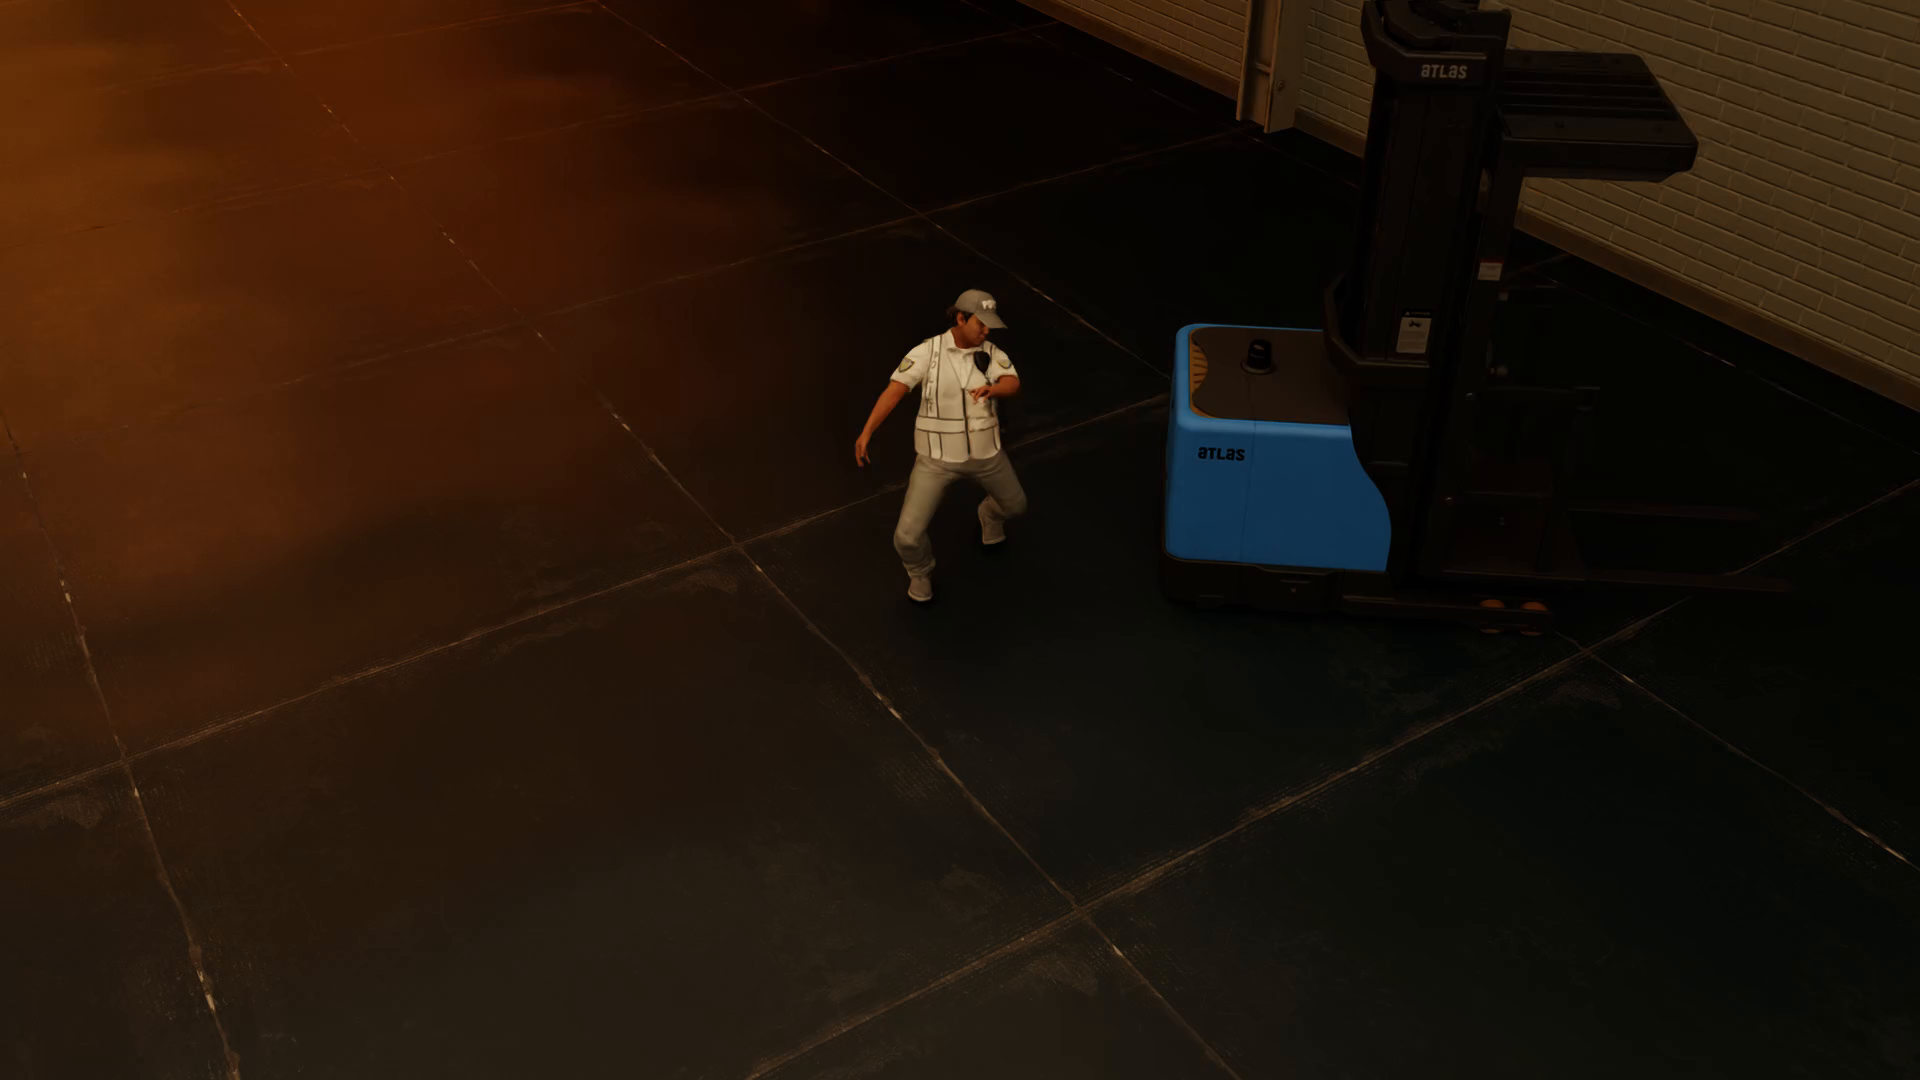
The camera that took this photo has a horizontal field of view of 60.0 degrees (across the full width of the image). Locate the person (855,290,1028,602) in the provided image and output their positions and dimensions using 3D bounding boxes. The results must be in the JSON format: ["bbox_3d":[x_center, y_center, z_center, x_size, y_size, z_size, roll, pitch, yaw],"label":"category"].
[{"bbox_3d":[-0.080,-0.392,7.950,0.895,1.475,0.786,-13,37,-17],"label":"person"}]

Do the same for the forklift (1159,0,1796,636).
[{"bbox_3d":[2.537,-1.058,7.653,3.031,2.935,1.130,4,35,5],"label":"forklift"}]
